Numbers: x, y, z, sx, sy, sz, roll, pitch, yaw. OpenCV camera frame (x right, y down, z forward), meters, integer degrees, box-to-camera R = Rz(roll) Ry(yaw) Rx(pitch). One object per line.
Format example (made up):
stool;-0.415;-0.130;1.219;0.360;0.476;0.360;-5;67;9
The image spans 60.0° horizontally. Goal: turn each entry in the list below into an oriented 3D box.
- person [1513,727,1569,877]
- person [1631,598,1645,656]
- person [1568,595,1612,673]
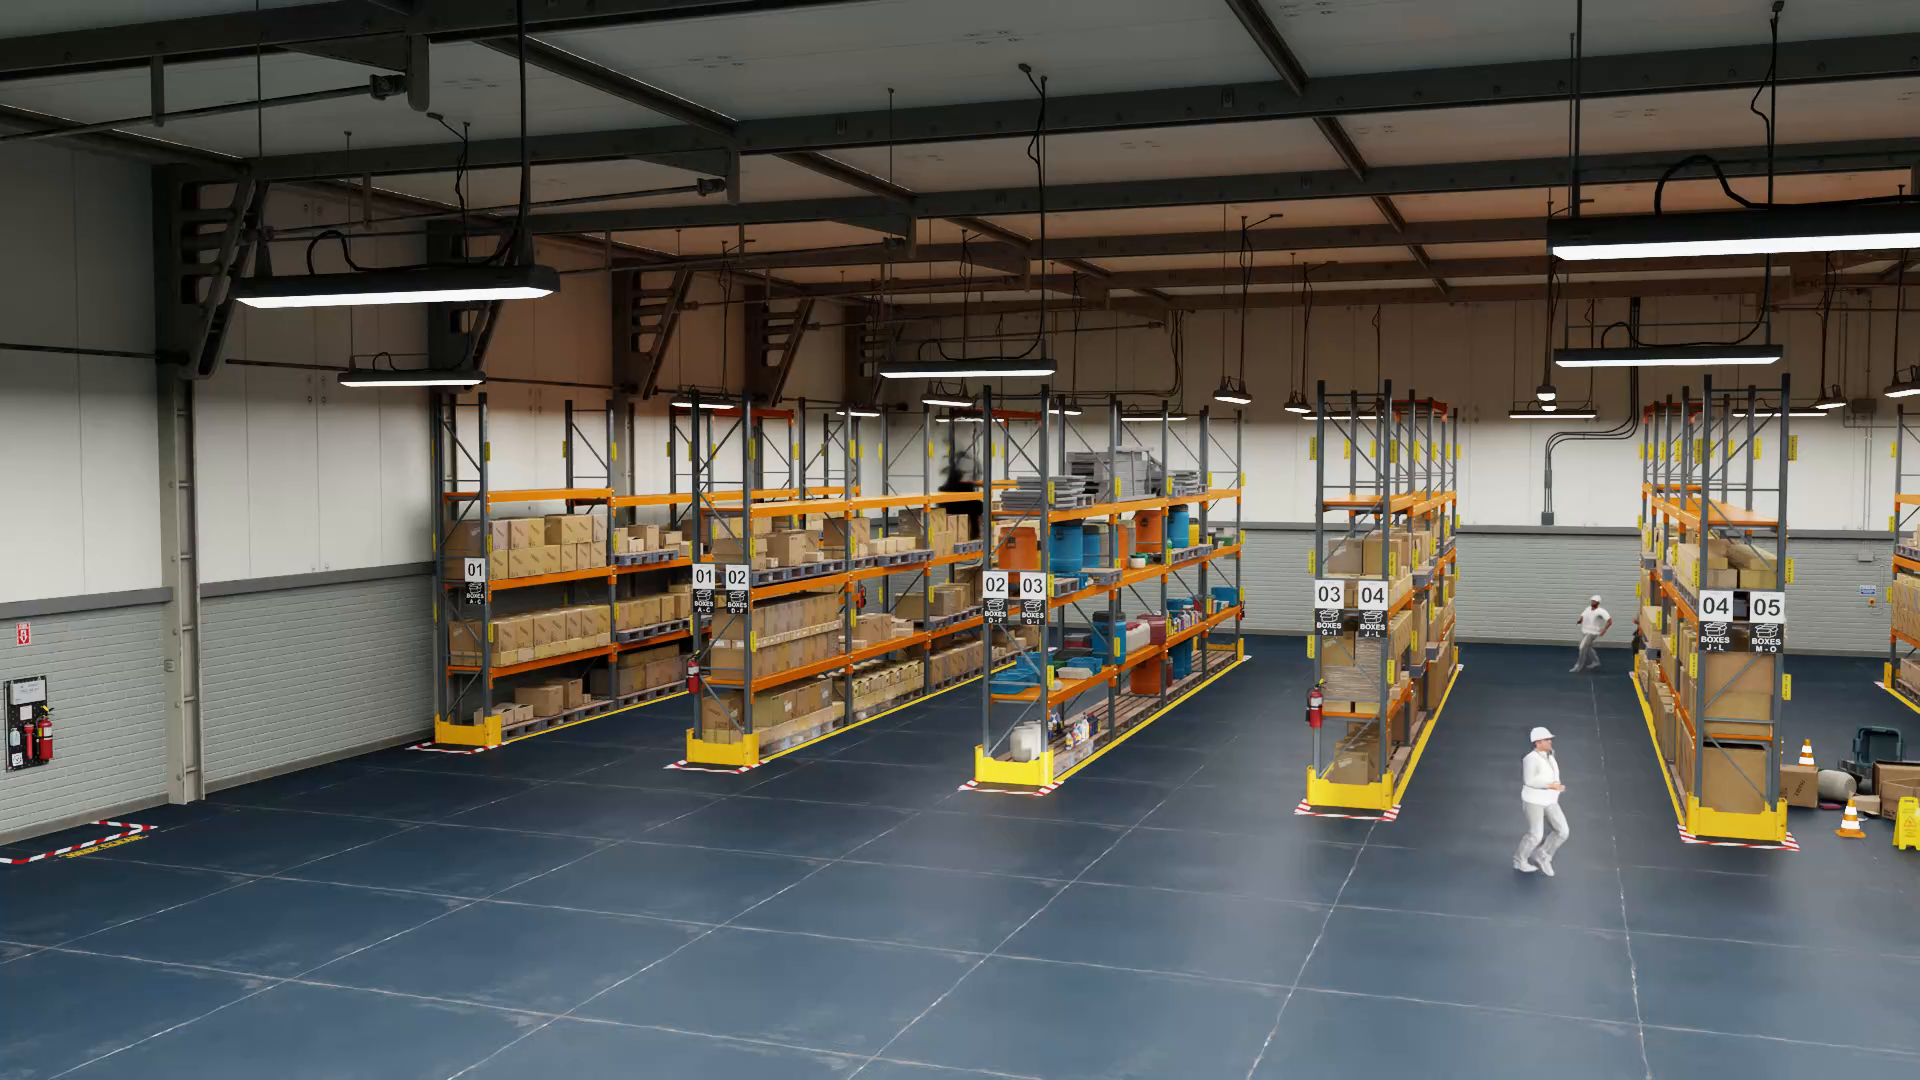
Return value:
person;6.862;3.090;19.551;0.613;1.786;0.728;-2;4;-35
person;15.738;2.153;38.066;0.736;1.785;0.855;1;3;18
person;14.245;2.119;37.638;0.857;1.763;0.762;-1;3;-13
